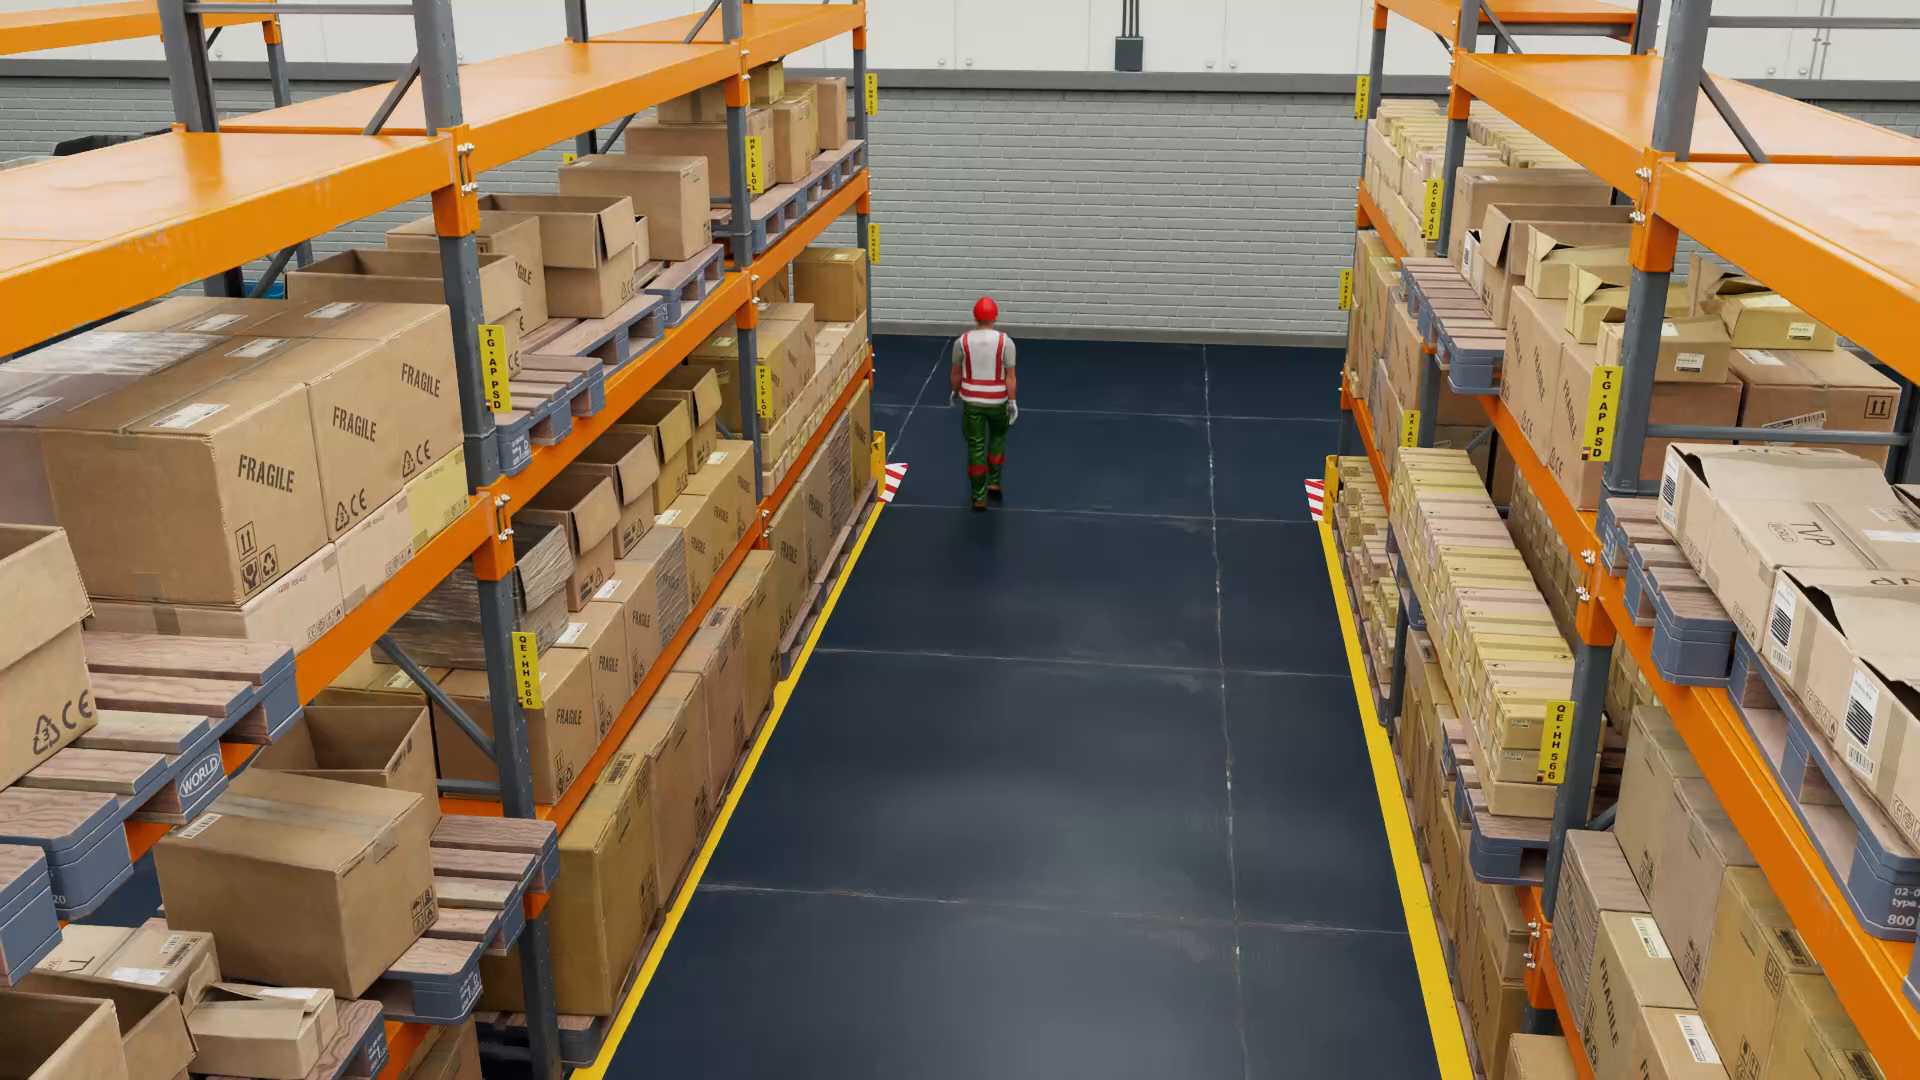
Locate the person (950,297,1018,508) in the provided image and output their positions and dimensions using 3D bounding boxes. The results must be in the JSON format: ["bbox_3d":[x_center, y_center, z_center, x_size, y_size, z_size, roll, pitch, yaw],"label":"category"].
[{"bbox_3d":[0.202,-1.173,14.140,0.577,1.844,0.665,0,21,1],"label":"person"}]
